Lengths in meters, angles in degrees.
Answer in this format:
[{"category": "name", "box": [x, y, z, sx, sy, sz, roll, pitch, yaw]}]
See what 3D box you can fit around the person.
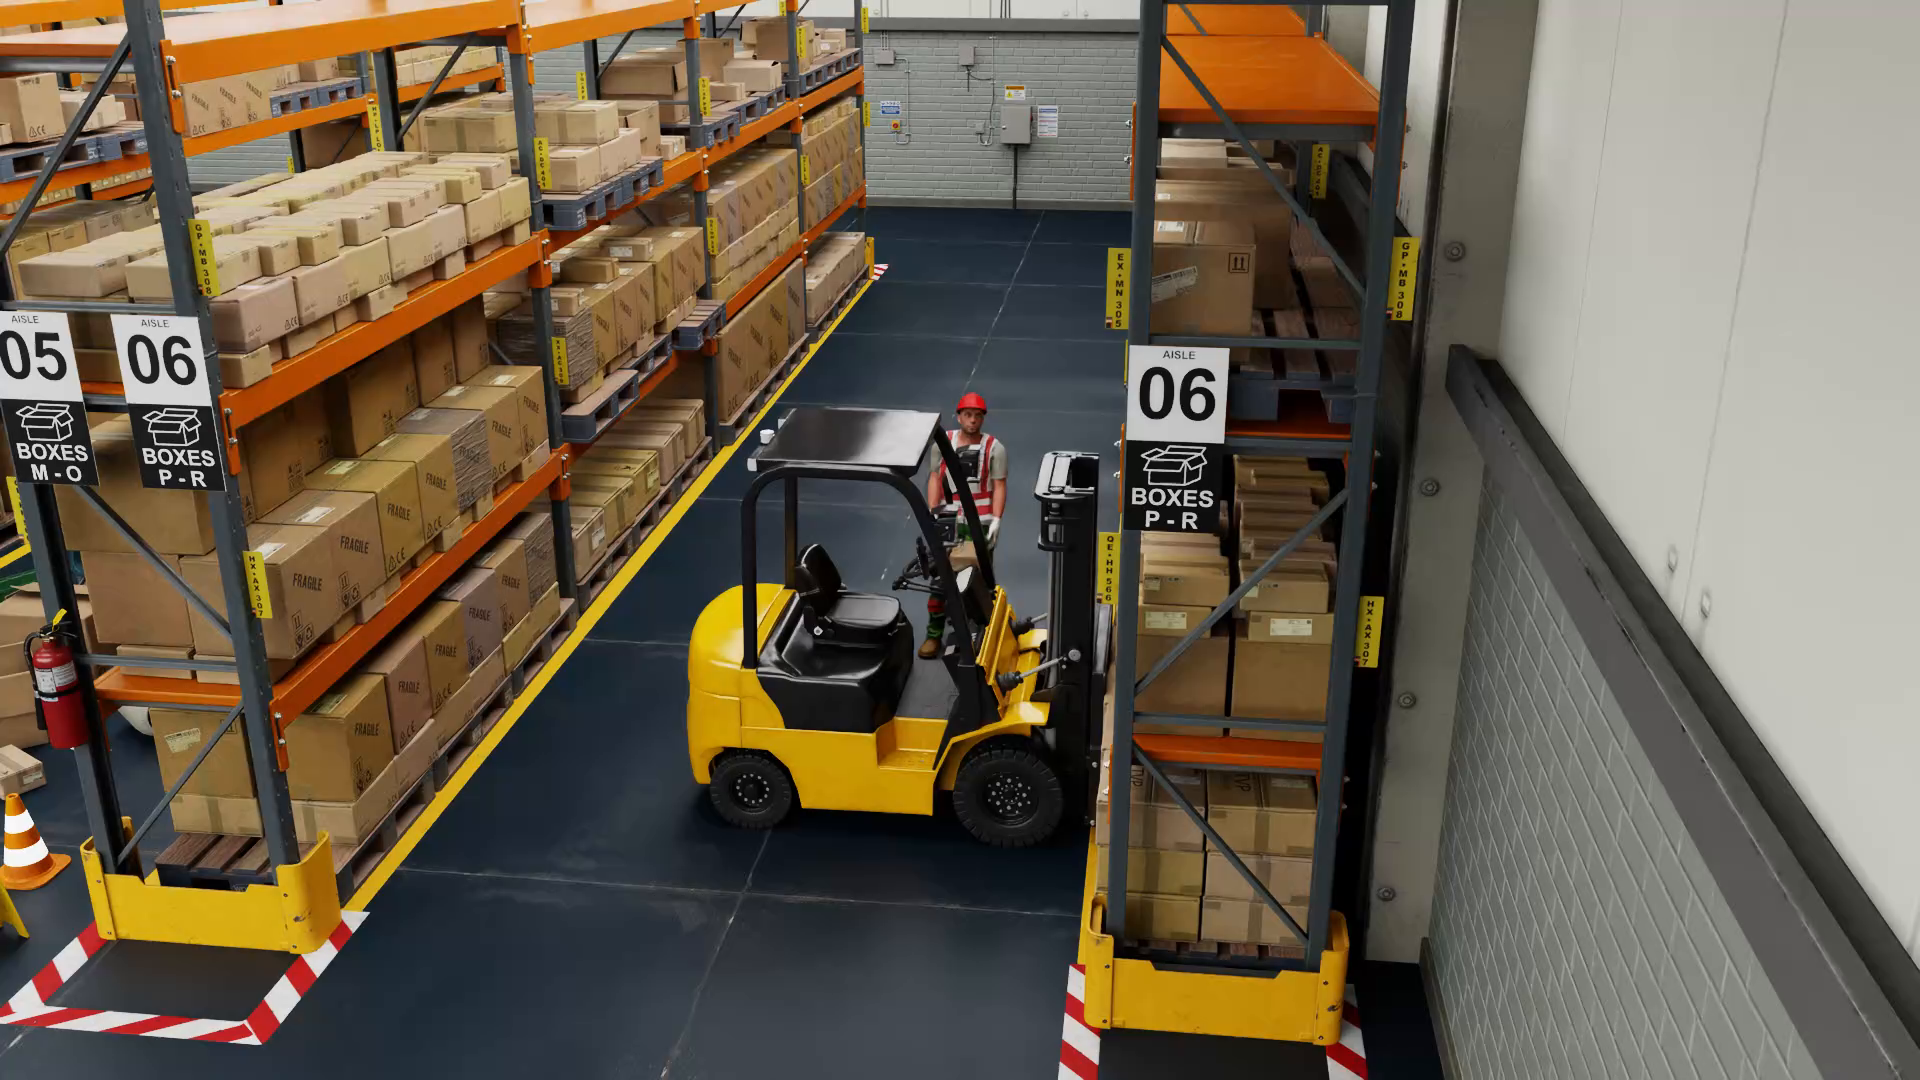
[{"category": "person", "box": [0.022, -0.095, 11.276, 0.584, 1.789, 0.556, 2, 21, 6]}]
